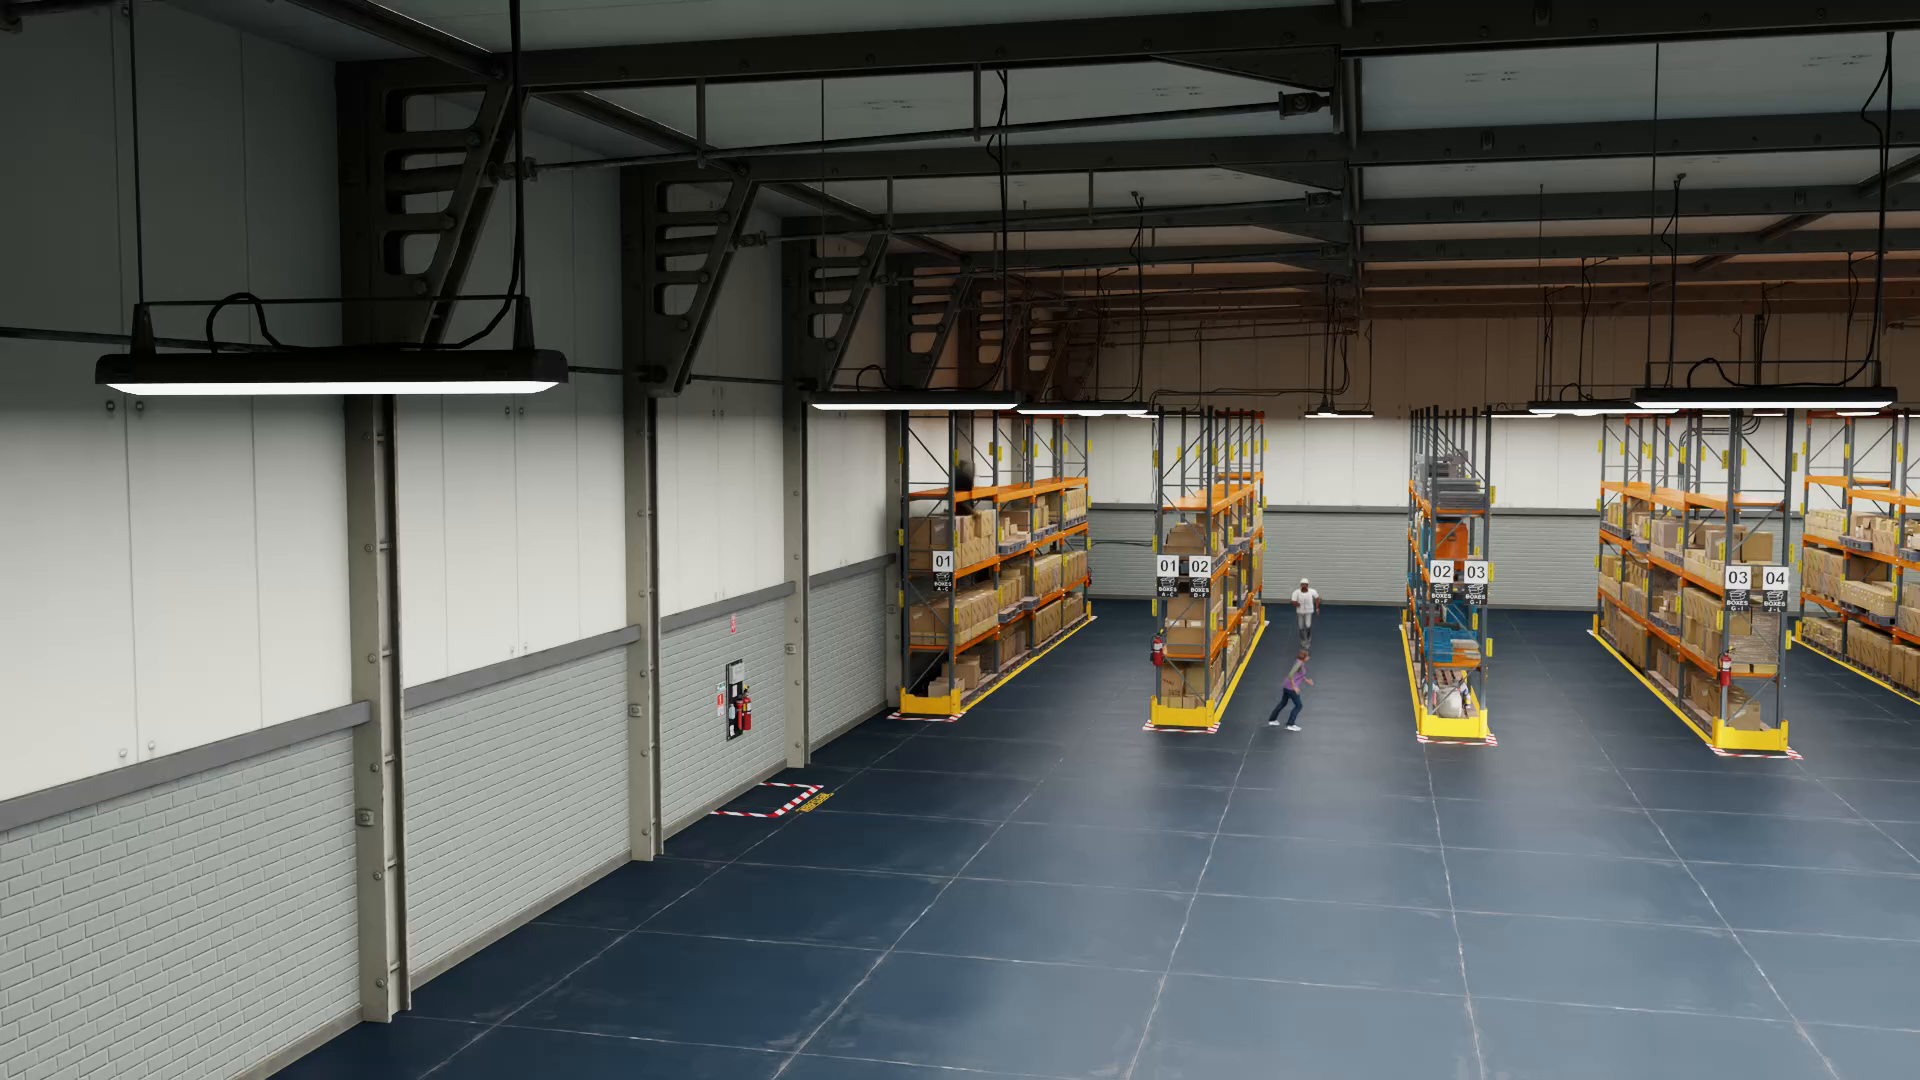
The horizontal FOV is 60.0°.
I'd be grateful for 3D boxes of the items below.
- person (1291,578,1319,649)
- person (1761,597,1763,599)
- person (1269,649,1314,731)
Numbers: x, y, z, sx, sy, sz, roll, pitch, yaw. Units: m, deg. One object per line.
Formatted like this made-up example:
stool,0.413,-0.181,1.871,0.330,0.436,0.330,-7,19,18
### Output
person,8.663,1.851,41.774,0.675,1.786,0.805,1,4,15
person,21.610,1.690,44.213,0.871,1.746,0.698,-2,4,-21
person,6.144,2.765,30.822,0.806,1.523,0.598,1,4,9
